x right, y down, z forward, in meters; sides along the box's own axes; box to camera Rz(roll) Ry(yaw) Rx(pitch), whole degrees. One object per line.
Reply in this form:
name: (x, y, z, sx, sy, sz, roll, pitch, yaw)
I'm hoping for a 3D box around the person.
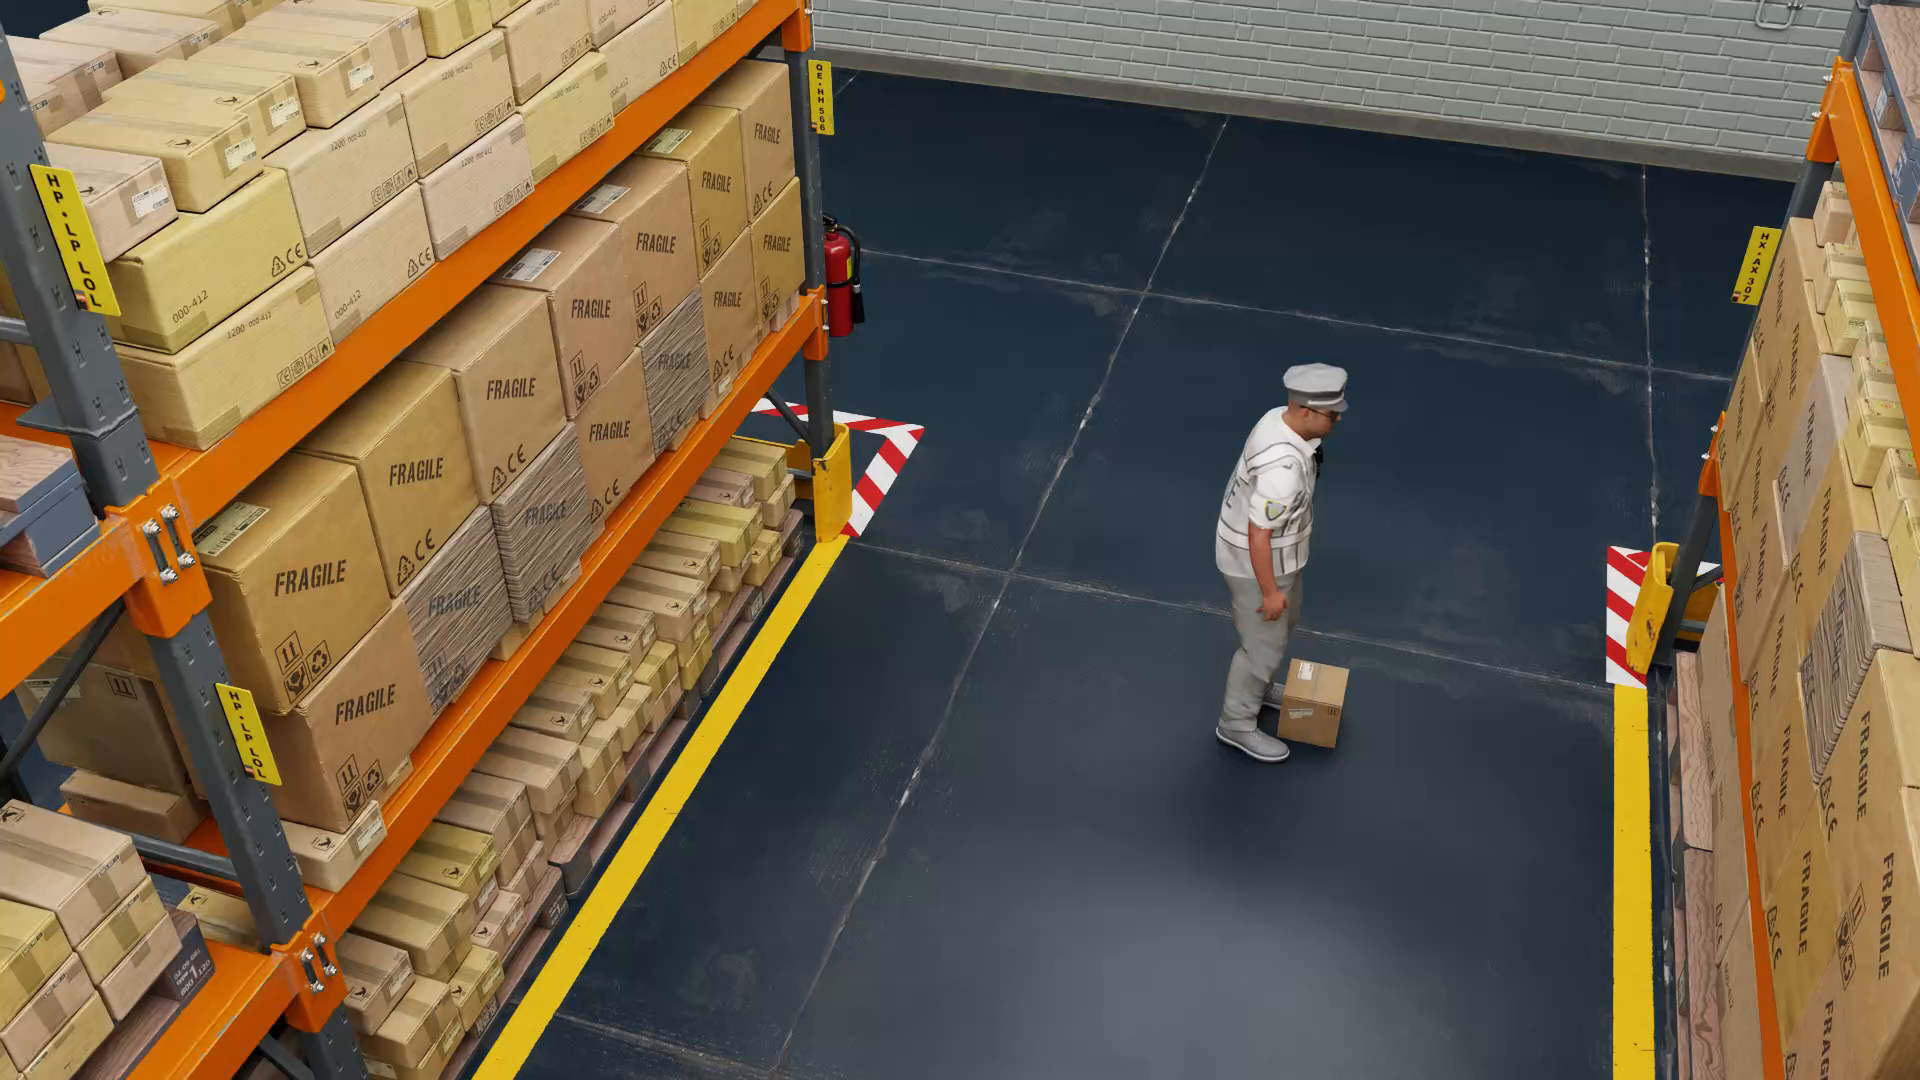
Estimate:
person: (1.280, 0.065, 6.799, 0.465, 1.748, 0.584, 11, 38, 14)
